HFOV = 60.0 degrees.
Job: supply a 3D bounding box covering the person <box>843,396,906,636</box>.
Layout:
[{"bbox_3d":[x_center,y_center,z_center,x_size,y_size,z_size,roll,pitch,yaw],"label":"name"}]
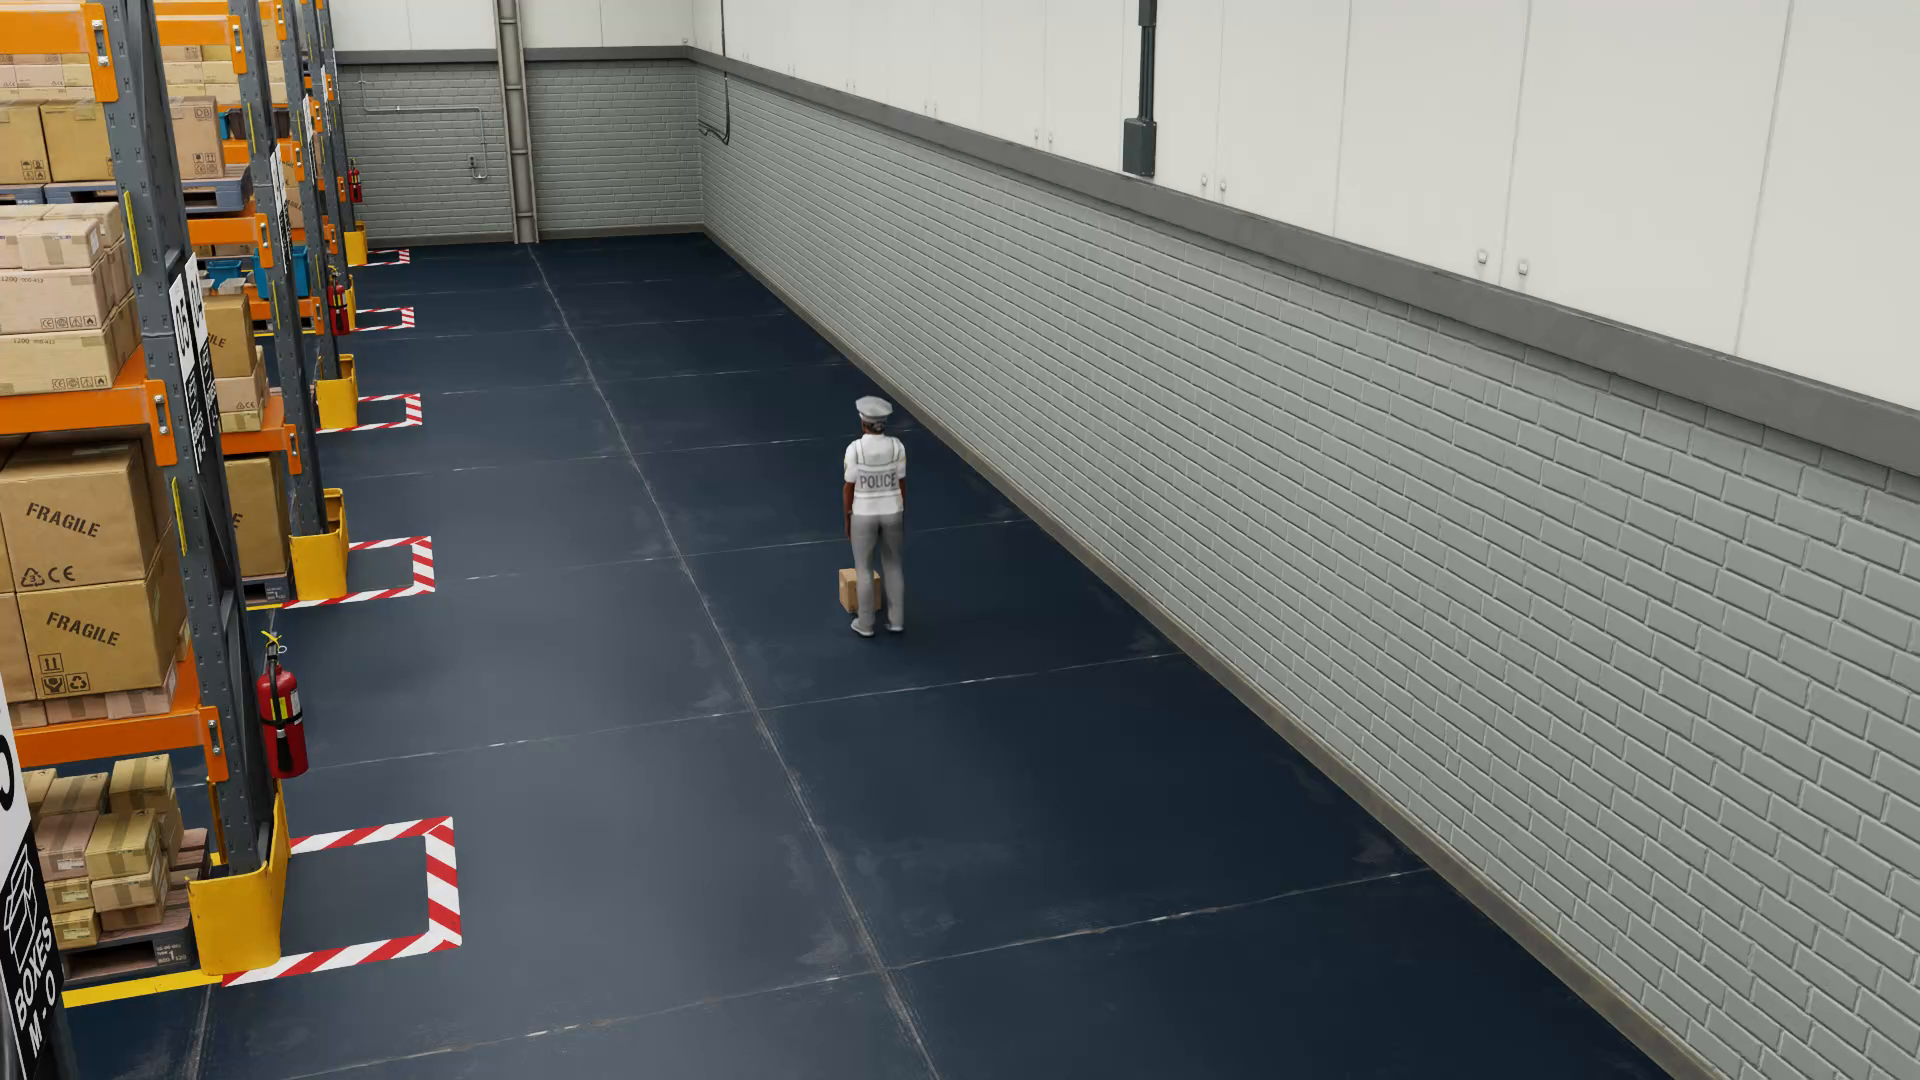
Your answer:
[{"bbox_3d":[-0.594,-0.143,11.496,0.443,1.726,0.338,-6,20,-16],"label":"person"}]
